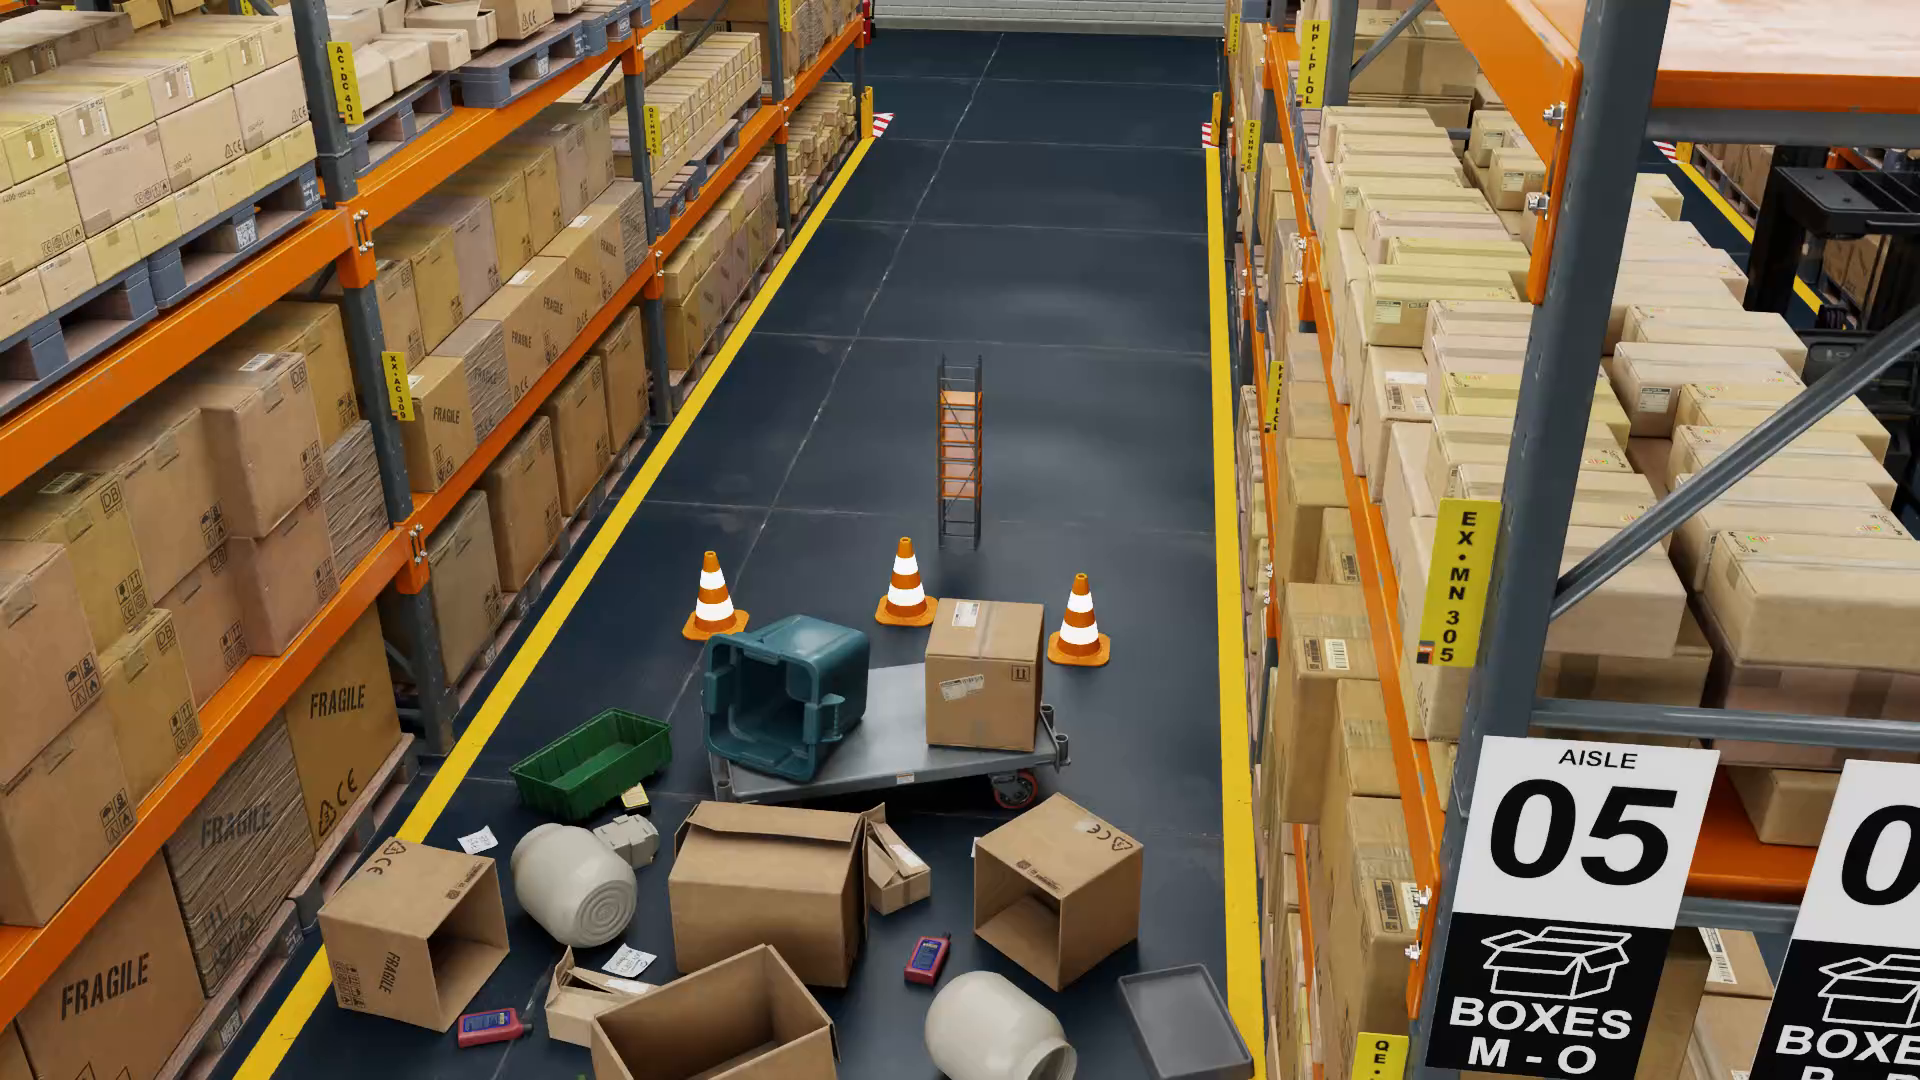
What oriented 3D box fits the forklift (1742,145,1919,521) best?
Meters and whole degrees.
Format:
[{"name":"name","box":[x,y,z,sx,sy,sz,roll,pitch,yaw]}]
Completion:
[{"name":"forklift","box":[4.704,-0.852,8.741,1.130,2.935,3.031,3,28,5]}]

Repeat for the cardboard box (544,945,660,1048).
[{"name":"cardboard box","box":[-1.417,1.826,6.581,0.396,0.266,0.258,8,29,15]}]

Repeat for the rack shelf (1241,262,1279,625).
[{"name":"rack shelf","box":[2.136,-0.679,9.106,1.077,0.370,4.000,3,28,6]}]

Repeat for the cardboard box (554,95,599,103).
[{"name":"cardboard box","box":[-2.845,-3.138,12.107,0.380,0.149,0.250,4,29,8]}]

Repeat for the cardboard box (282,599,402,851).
[{"name":"cardboard box","box":[-3.181,0.748,7.496,0.875,0.875,0.875,4,29,7]}]

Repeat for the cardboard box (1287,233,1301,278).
[{"name":"cardboard box","box":[1.805,-1.385,8.113,0.380,0.149,0.250,2,28,4]}]

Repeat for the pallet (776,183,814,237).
[{"name":"pallet","box":[-2.007,-3.150,15.875,1.003,0.211,1.213,3,28,6]}]

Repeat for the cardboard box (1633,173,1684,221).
[{"name":"cardboard box","box":[2.091,-1.079,5.352,0.380,0.149,0.250,4,29,8]}]

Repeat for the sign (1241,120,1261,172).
[{"name":"sign","box":[1.830,-2.477,10.465,0.100,0.325,0.005,3,28,6]}]

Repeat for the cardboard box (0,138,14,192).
[{"name":"cardboard box","box":[-2.980,-1.059,4.766,0.380,0.149,0.250,4,29,7]}]

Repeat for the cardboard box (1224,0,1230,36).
[{"name":"cardboard box","box":[3.017,-5.537,17.260,0.500,0.500,0.500,3,28,6]}]

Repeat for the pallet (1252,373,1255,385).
[{"name":"pallet","box":[2.552,-1.076,12.025,1.003,0.211,1.213,3,28,6]}]

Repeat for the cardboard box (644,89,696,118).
[{"name":"cardboard box","box":[-2.166,-3.213,12.247,0.380,0.149,0.250,5,29,9]}]

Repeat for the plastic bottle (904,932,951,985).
[{"name":"plastic bottle","box":[-0.129,1.738,6.959,0.133,0.061,0.283,8,29,15]}]

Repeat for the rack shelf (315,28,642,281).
[{"name":"rack shelf","box":[-2.789,-2.239,8.840,1.077,0.370,4.000,3,28,6]}]

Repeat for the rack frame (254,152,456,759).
[{"name":"rack frame","box":[-3.034,-0.294,7.633,1.000,3.000,0.127,3,28,6]}]

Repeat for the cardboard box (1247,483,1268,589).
[{"name":"cardboard box","box":[2.121,0.005,9.406,0.950,0.372,0.625,4,29,8]}]

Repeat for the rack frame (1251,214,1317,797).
[{"name":"rack frame","box":[1.891,-0.054,7.188,1.000,3.000,0.127,3,28,6]}]

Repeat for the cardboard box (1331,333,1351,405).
[{"name":"cardboard box","box":[1.364,-0.530,5.173,0.380,0.149,0.250,3,28,5]}]

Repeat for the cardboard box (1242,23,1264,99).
[{"name":"cardboard box","box":[2.433,-3.636,12.678,0.500,0.500,0.500,3,28,5]}]

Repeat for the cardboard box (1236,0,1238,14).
[{"name":"cardboard box","box":[2.725,-4.780,14.801,0.500,0.500,0.500,3,28,5]}]

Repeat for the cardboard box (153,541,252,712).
[{"name":"cardboard box","box":[-3.296,0.322,6.332,0.875,0.550,0.550,3,28,6]}]

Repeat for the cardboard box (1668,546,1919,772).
[{"name":"cardboard box","box":[1.727,0.222,3.357,0.500,0.250,0.500,3,28,5]}]

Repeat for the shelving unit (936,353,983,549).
[{"name":"shelving unit","box":[-0.002,-0.521,9.953,0.258,1.200,0.189,3,28,6]}]

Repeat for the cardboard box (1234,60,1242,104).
[{"name":"cardboard box","box":[2.537,-3.783,13.740,0.500,0.250,0.500,3,28,5]}]

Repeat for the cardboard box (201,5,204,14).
[{"name":"cardboard box","box":[-7.173,-5.023,15.464,0.500,0.500,0.500,4,29,8]}]

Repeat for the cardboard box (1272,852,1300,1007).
[{"name":"cardboard box","box":[1.431,1.400,6.154,0.500,0.500,0.500,5,29,9]}]

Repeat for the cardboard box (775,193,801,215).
[{"name":"cardboard box","box":[-1.691,-3.142,15.483,0.380,0.149,0.250,2,28,4]}]

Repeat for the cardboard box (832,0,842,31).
[{"name":"cardboard box","box":[-1.484,-5.410,16.710,0.500,0.500,0.500,3,29,6]}]

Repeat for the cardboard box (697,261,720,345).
[{"name":"cardboard box","box":[-2.146,-1.816,12.652,0.500,0.500,0.500,4,29,7]}]

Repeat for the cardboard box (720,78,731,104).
[{"name":"cardboard box","box":[-2.034,-3.574,13.230,0.380,0.149,0.250,2,28,4]}]

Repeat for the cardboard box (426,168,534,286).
[{"name":"cardboard box","box":[-2.793,-1.730,9.139,0.700,0.500,0.500,3,28,6]}]

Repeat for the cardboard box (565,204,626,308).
[{"name":"cardboard box","box":[-2.395,-1.759,10.246,0.500,0.500,0.500,3,28,6]}]

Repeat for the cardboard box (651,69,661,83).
[{"name":"cardboard box","box":[-2.651,-3.740,13.539,0.380,0.149,0.250,2,28,4]}]

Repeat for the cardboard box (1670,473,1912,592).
[{"name":"cardboard box","box":[1.662,-0.007,3.362,0.380,0.149,0.250,3,28,6]}]

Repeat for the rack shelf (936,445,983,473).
[{"name":"rack shelf","box":[-0.002,-0.482,9.974,0.258,0.103,0.180,3,28,6]}]

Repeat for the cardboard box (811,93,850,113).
[{"name":"cardboard box","box":[-1.371,-4.626,17.610,0.380,0.149,0.250,3,28,5]}]

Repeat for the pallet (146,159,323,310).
[{"name":"pallet","box":[-3.145,-1.191,6.229,1.003,0.211,1.213,3,28,6]}]

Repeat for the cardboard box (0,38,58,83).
[{"name":"cardboard box","box":[-3.478,-1.693,5.943,0.380,0.149,0.250,3,28,6]}]

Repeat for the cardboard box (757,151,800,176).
[{"name":"cardboard box","box":[-1.714,-3.528,15.572,0.380,0.149,0.250,5,29,9]}]

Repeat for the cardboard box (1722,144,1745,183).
[{"name":"cardboard box","box":[7.976,-3.818,16.367,0.700,0.500,0.500,4,29,8]}]

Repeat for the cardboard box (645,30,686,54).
[{"name":"cardboard box","box":[-2.559,-4.237,14.147,0.380,0.149,0.250,5,29,9]}]

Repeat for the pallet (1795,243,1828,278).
[{"name":"pallet","box":[7.883,-2.629,14.907,1.003,0.211,1.213,3,28,6]}]

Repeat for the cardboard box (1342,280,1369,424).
[{"name":"cardboard box","box":[1.377,-0.532,4.757,0.500,0.250,0.500,4,29,7]}]

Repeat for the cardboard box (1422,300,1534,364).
[{"name":"cardboard box","box":[1.409,-0.502,4.280,0.380,0.149,0.250,3,28,5]}]

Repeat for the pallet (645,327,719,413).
[{"name":"pallet","box":[-2.447,-1.317,12.472,1.003,0.211,1.213,3,28,6]}]

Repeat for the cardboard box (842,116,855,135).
[{"name":"cardboard box","box":[-1.353,-4.486,17.977,0.380,0.149,0.250,4,29,8]}]

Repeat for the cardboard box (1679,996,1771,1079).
[{"name":"cardboard box","box":[1.734,1.447,3.982,0.500,0.500,0.500,3,28,5]}]

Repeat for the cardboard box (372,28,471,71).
[{"name":"cardboard box","box":[-2.605,-2.378,8.055,0.380,0.149,0.250,3,28,6]}]

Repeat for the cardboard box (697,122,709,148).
[{"name":"cardboard box","box":[-2.129,-3.074,12.616,0.380,0.149,0.250,4,29,7]}]

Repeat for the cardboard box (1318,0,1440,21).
[{"name":"cardboard box","box":[1.939,-2.475,7.708,0.500,0.250,0.500,4,29,7]}]

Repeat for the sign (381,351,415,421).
[{"name":"sign","box":[-2.483,-0.679,7.351,0.100,0.325,0.005,3,28,6]}]

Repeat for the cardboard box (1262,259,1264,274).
[{"name":"cardboard box","box":[2.009,-1.612,9.901,0.380,0.149,0.250,2,28,3]}]

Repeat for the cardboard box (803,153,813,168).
[{"name":"cardboard box","box":[-1.663,-3.769,16.332,0.380,0.149,0.250,5,29,9]}]

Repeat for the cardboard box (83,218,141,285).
[{"name":"cardboard box","box":[-2.916,-0.943,5.392,0.380,0.149,0.250,3,28,6]}]
